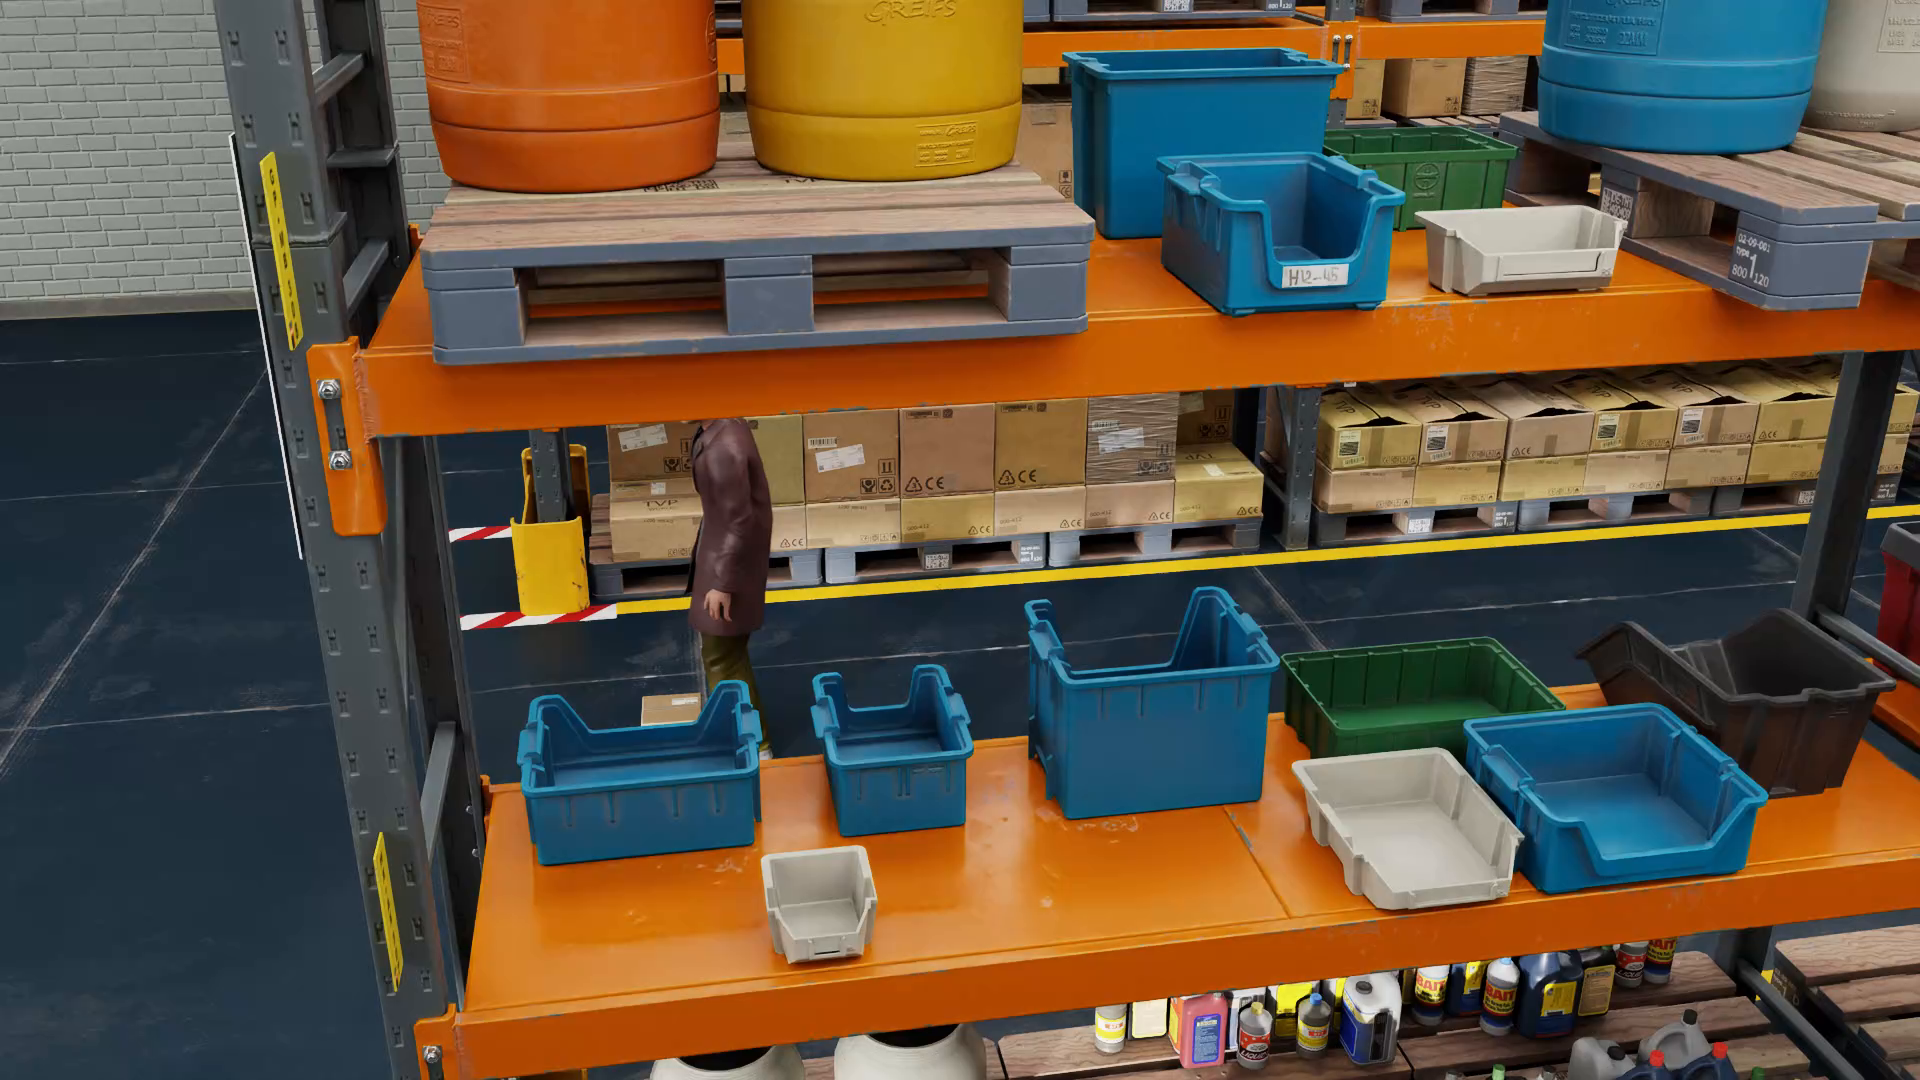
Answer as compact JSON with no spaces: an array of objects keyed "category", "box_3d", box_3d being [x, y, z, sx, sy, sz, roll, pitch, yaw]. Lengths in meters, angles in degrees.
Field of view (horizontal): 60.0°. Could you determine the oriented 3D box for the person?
[{"category":"person","box_3d":[-0.981,0.104,6.872,0.424,1.773,0.641,-5,23,-11]}]
